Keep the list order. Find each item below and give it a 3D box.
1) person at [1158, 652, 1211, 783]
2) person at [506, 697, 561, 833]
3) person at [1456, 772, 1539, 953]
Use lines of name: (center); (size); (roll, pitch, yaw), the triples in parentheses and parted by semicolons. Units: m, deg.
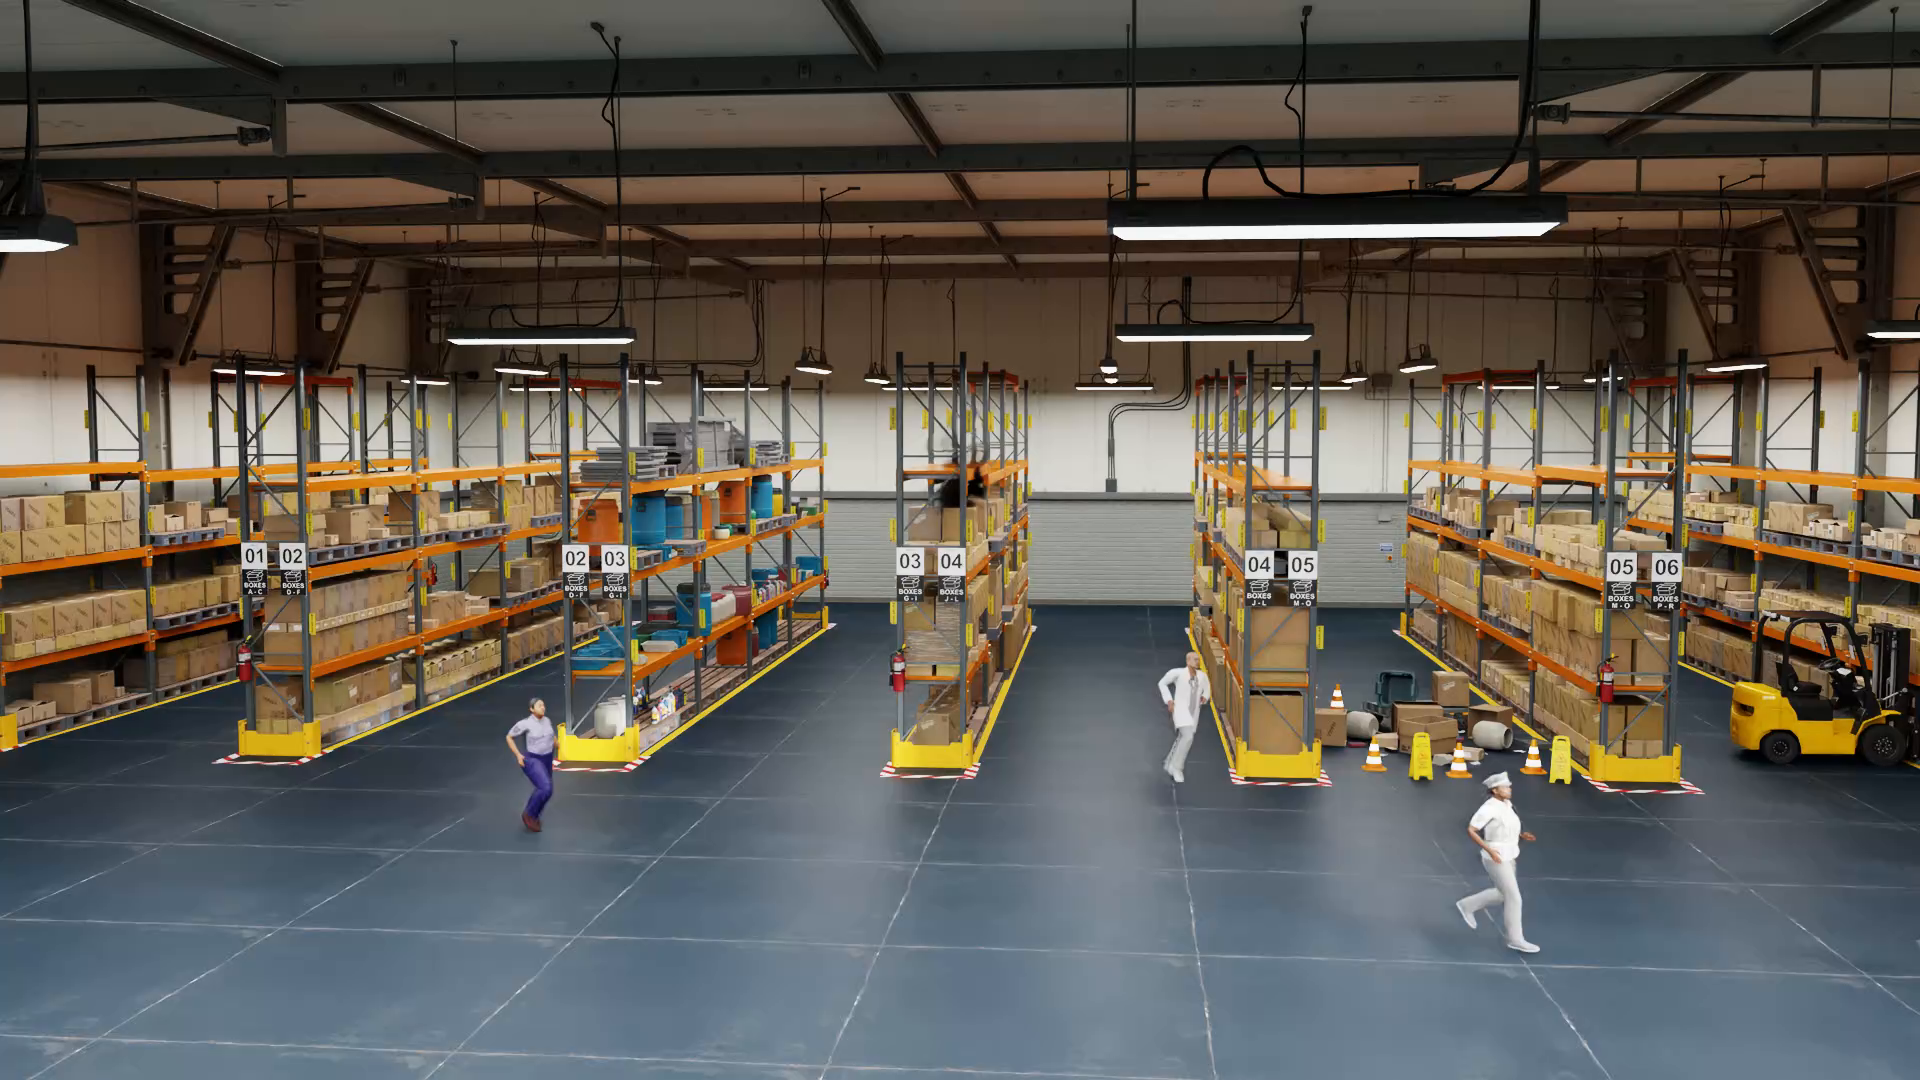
person: (3.204, 2.473, 23.373); (0.668, 1.804, 0.740); (-2, 5, -30)
person: (-5.136, 2.743, 20.306); (0.659, 1.641, 0.578); (2, 5, 27)
person: (5.146, 3.031, 15.858); (0.817, 1.671, 0.587); (4, 5, 41)
